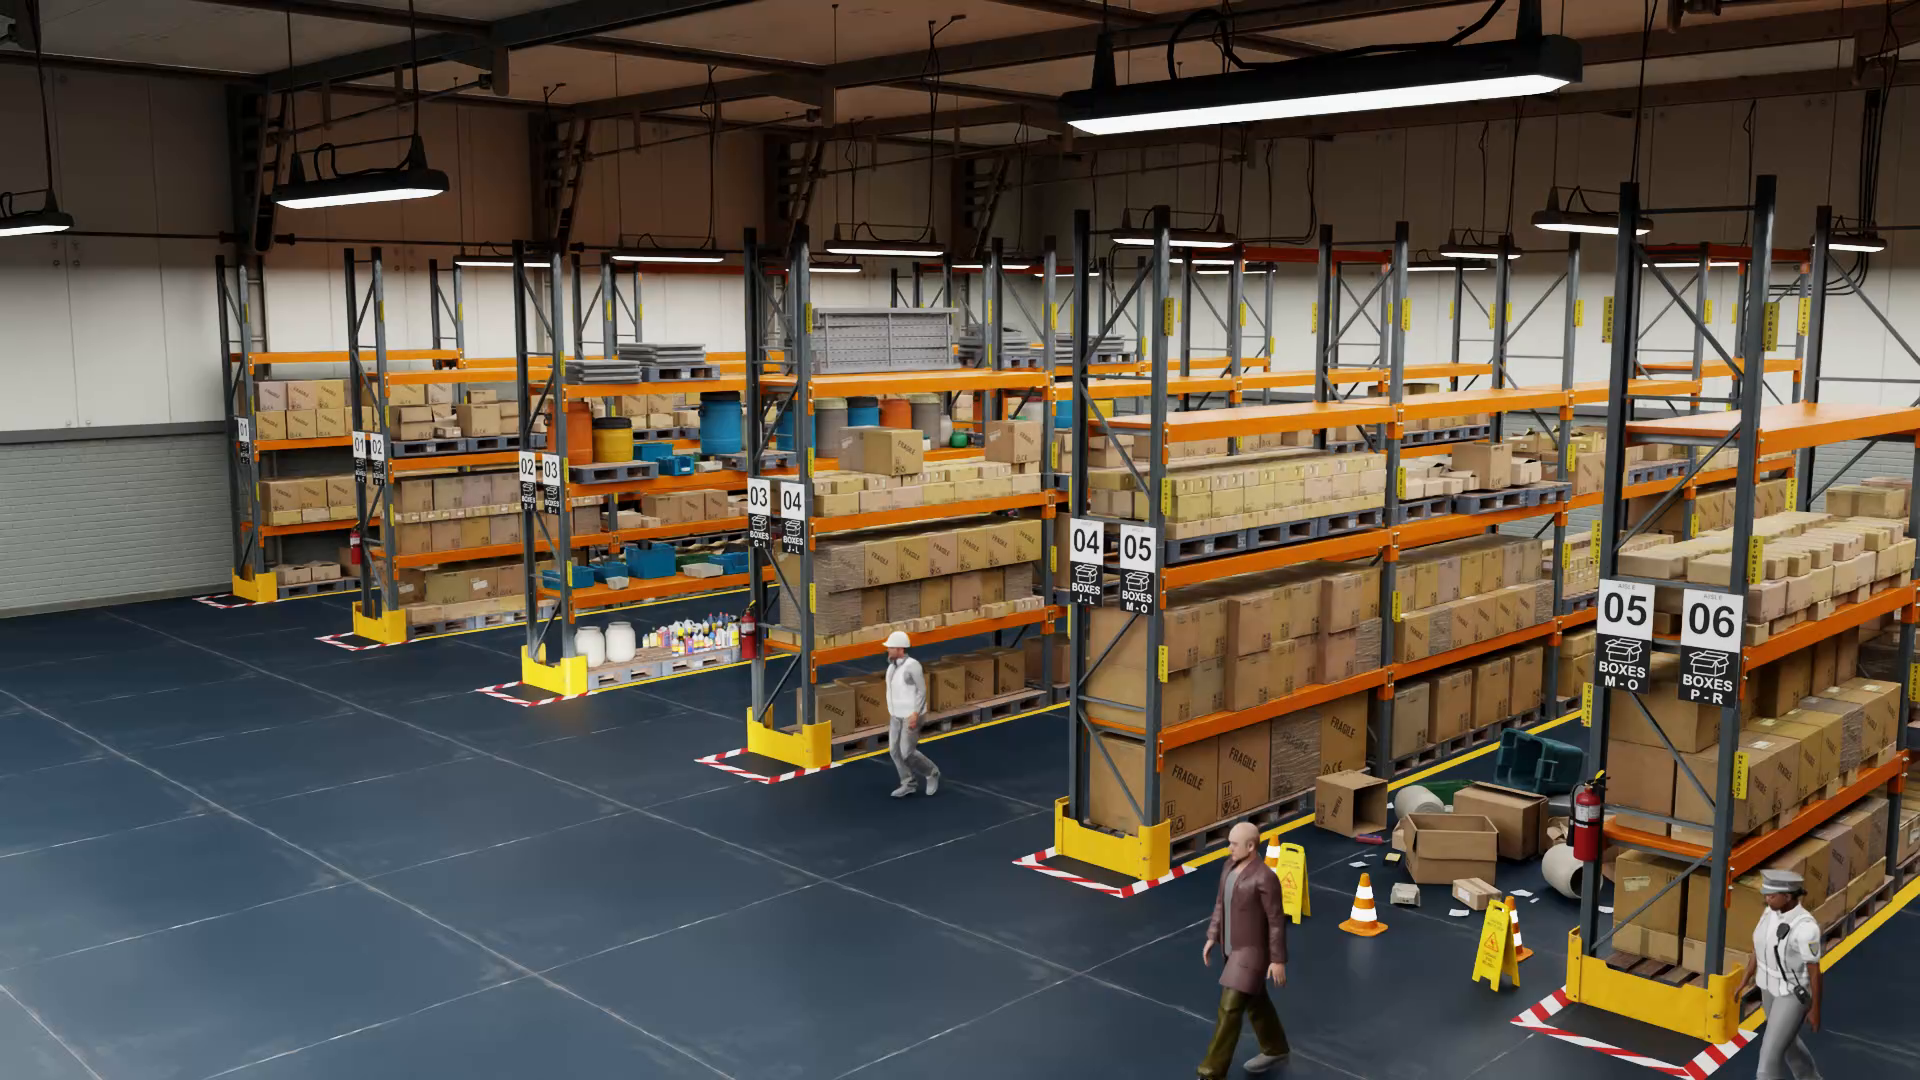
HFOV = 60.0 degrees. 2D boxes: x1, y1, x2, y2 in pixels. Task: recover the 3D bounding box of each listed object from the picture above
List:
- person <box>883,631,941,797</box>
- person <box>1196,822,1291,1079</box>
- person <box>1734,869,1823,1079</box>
[{"bbox_3d":[-0.525,1.824,17.571,0.565,1.757,0.612,-6,10,-36],"label":"person"},{"bbox_3d":[1.823,2.730,11.024,0.939,1.744,0.621,-3,9,-18],"label":"person"},{"bbox_3d":[5.197,2.878,10.555,0.894,1.614,0.488,-1,8,-9],"label":"person"}]
